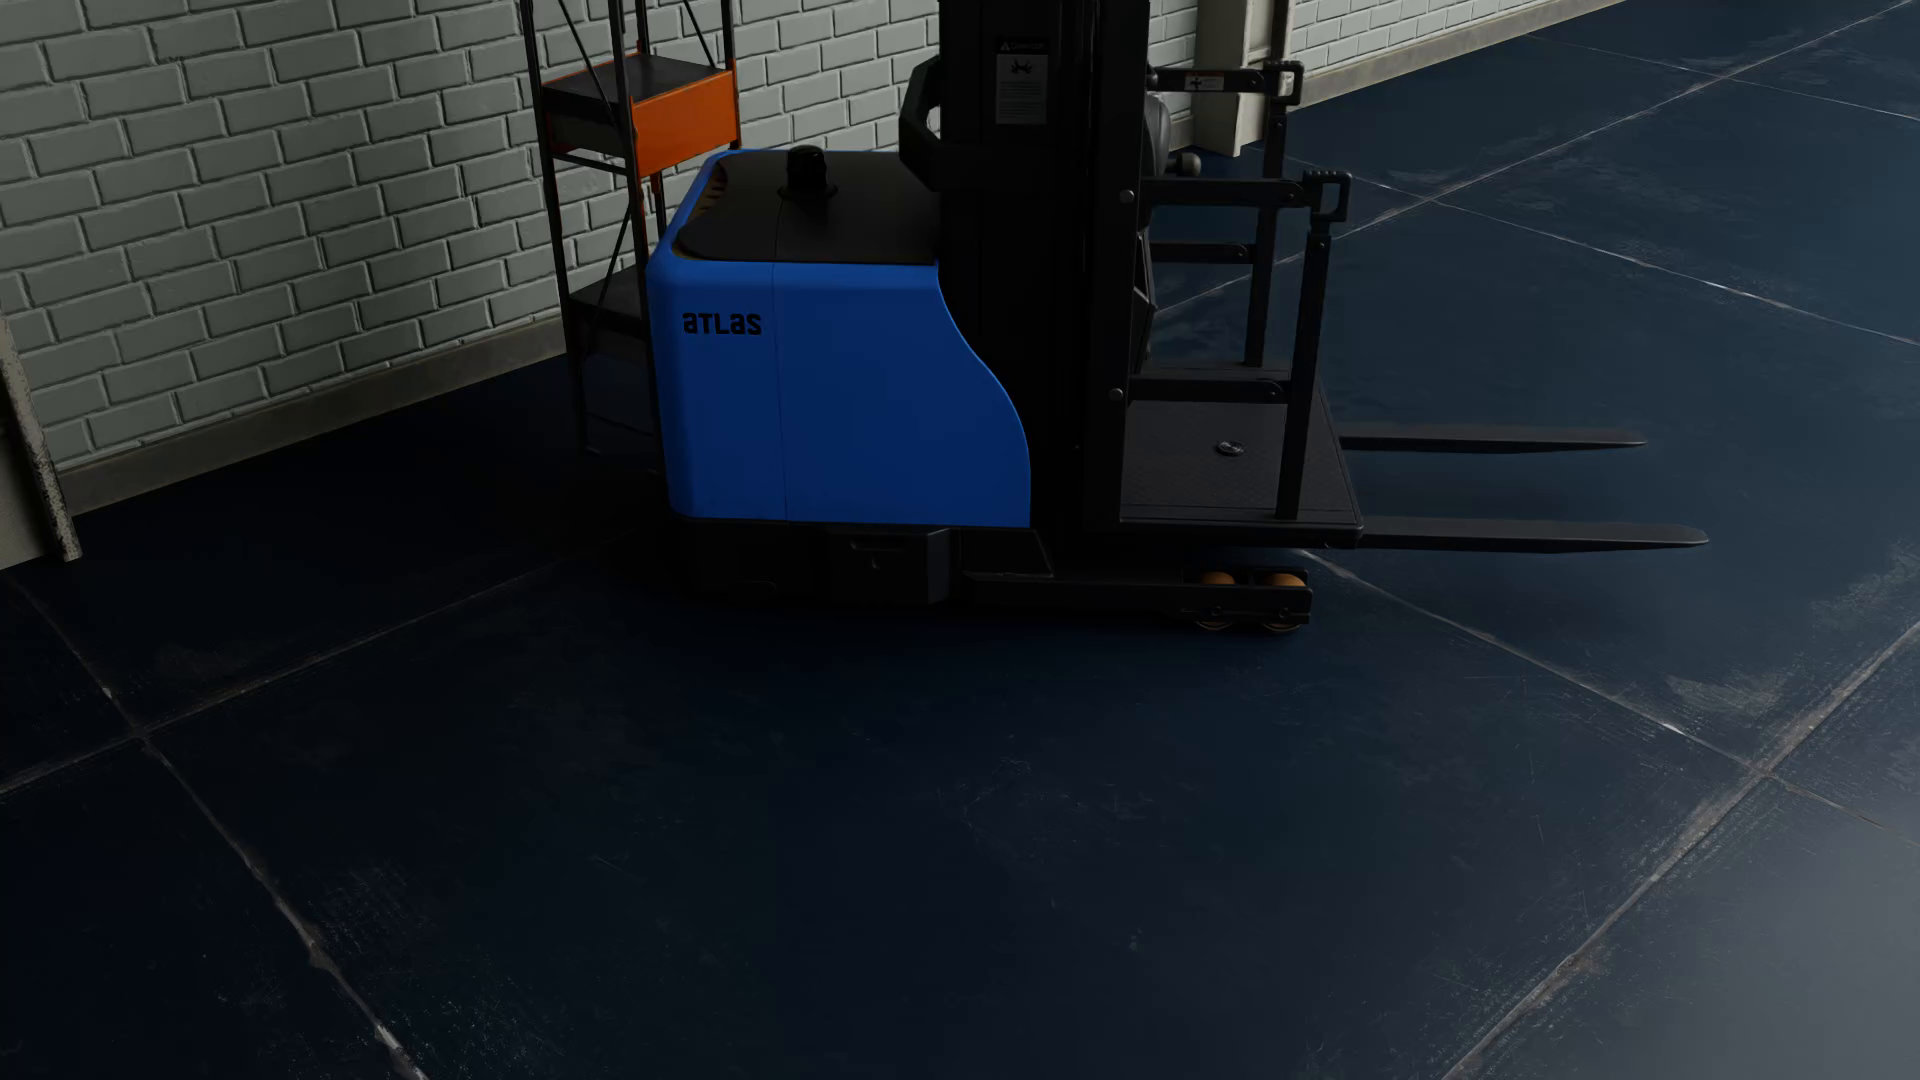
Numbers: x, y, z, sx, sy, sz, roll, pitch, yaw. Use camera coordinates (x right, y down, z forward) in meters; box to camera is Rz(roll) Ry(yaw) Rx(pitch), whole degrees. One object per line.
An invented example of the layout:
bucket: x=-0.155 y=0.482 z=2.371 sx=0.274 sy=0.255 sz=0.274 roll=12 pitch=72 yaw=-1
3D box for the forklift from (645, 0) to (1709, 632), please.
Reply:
forklift: x=0.678 y=-1.272 z=4.521 sx=3.031 sy=2.935 sz=1.130 roll=2 pitch=31 yaw=3

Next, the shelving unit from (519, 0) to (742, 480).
shelving unit: x=-1.014 y=-1.265 z=5.306 sx=0.431 sy=2.100 sz=0.503 roll=19 pitch=36 yaw=28

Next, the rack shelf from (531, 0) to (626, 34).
rack shelf: x=-1.014 y=-1.851 z=4.948 sx=0.431 sy=0.518 sz=0.480 roll=19 pitch=36 yaw=28

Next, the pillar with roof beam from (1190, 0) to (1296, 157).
pillar with roof beam: x=4.352 y=-4.260 z=3.591 sx=0.400 sy=9.000 sz=9.100 roll=-26 pitch=40 yaw=-35

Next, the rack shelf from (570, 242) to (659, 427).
rack shelf: x=-1.014 y=-0.656 z=5.678 sx=0.431 sy=0.518 sz=0.480 roll=19 pitch=36 yaw=28

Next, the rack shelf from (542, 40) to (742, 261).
rack shelf: x=-1.014 y=-1.253 z=5.313 sx=0.431 sy=0.518 sz=0.480 roll=19 pitch=36 yaw=28

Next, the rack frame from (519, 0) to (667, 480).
rack frame: x=-1.148 y=-1.159 z=5.132 sx=0.400 sy=2.100 sz=0.015 roll=19 pitch=36 yaw=28

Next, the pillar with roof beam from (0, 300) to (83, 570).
pillar with roof beam: x=-0.048 y=-2.132 z=0.110 sx=0.400 sy=9.000 sz=9.100 roll=-26 pitch=40 yaw=-35

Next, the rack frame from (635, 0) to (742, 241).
rack frame: x=-0.880 y=-1.372 z=5.480 sx=0.400 sy=2.100 sz=0.015 roll=19 pitch=36 yaw=28
